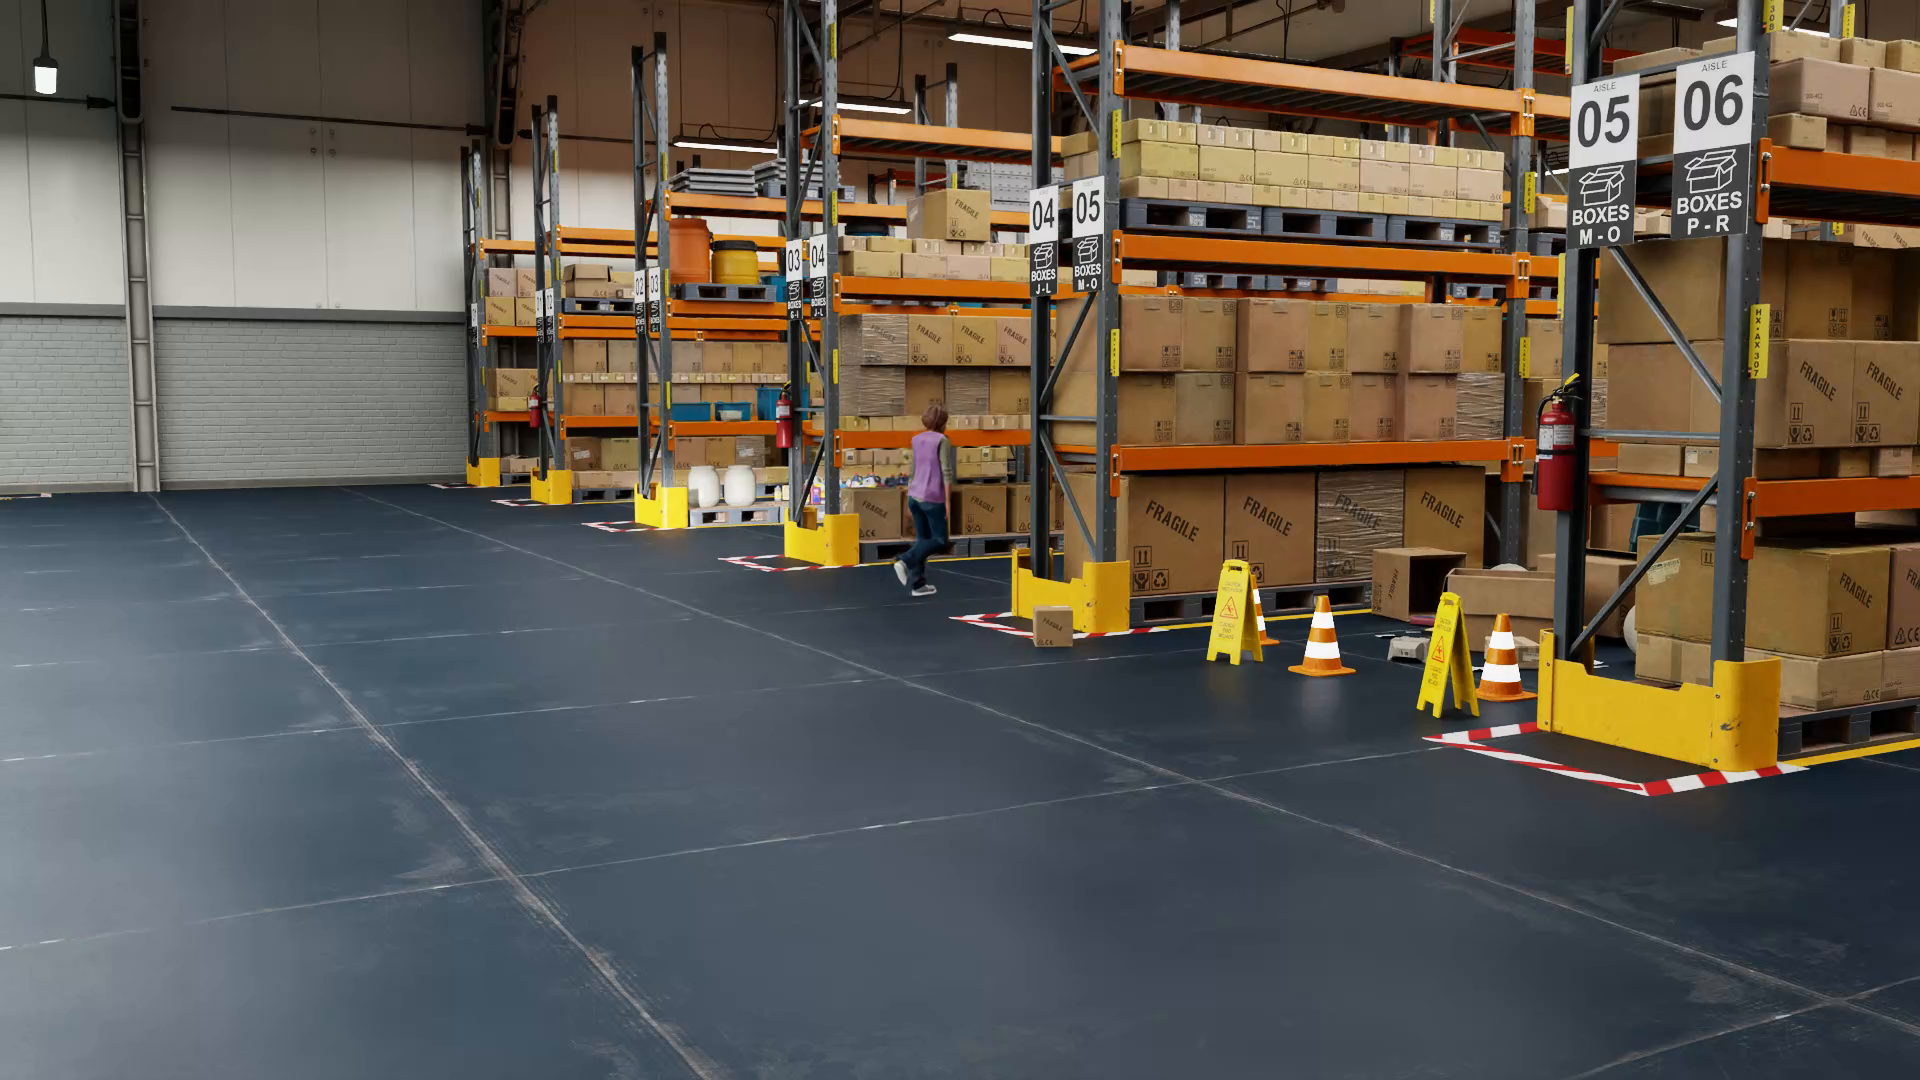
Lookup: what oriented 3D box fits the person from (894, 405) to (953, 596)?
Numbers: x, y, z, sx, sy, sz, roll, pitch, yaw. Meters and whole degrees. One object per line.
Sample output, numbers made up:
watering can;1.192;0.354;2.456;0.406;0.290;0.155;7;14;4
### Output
person;-0.314;-0.309;13.507;0.489;1.574;0.608;5;7;44
